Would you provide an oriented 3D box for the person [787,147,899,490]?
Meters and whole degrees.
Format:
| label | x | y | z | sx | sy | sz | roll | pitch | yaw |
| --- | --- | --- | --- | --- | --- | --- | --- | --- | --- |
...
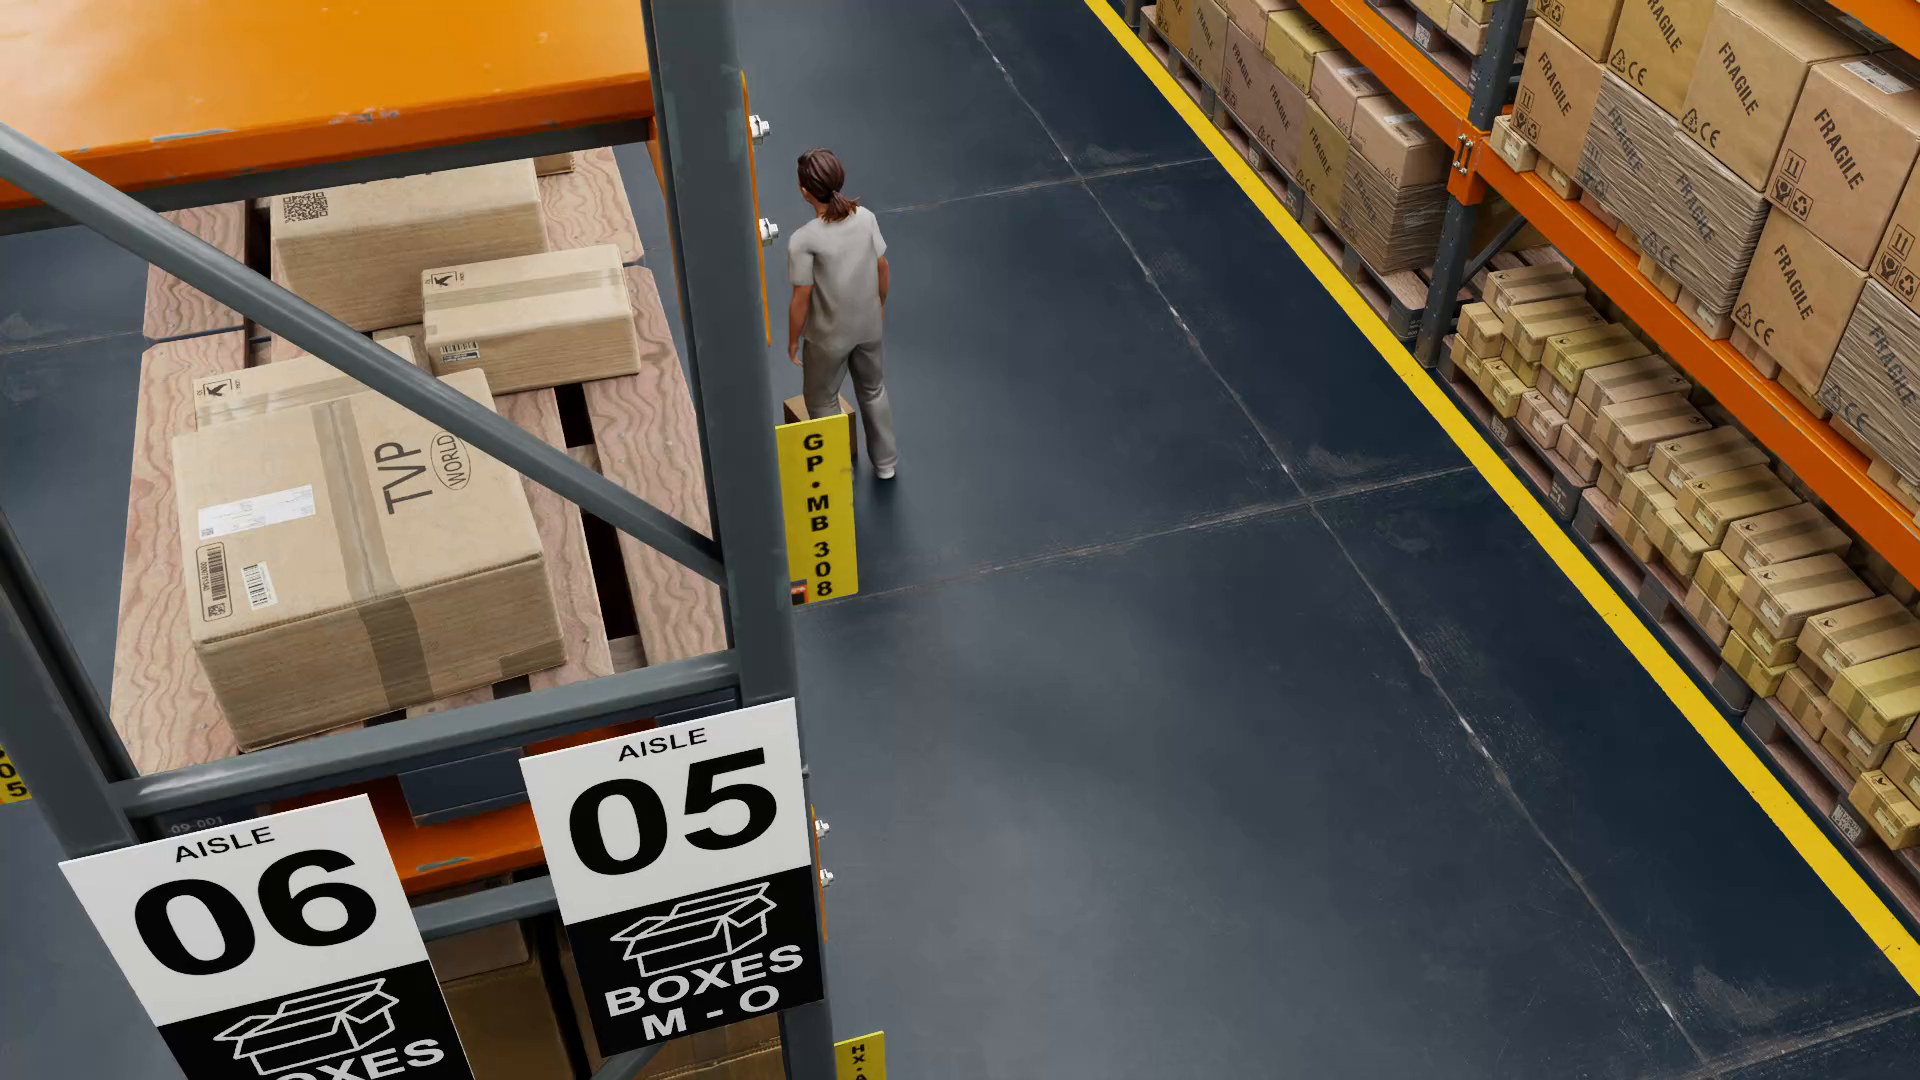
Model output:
| label | x | y | z | sx | sy | sz | roll | pitch | yaw |
| --- | --- | --- | --- | --- | --- | --- | --- | --- | --- |
| person | -0.512 | -0.914 | 7.164 | 0.516 | 1.672 | 0.357 | -24 | 48 | -24 |
